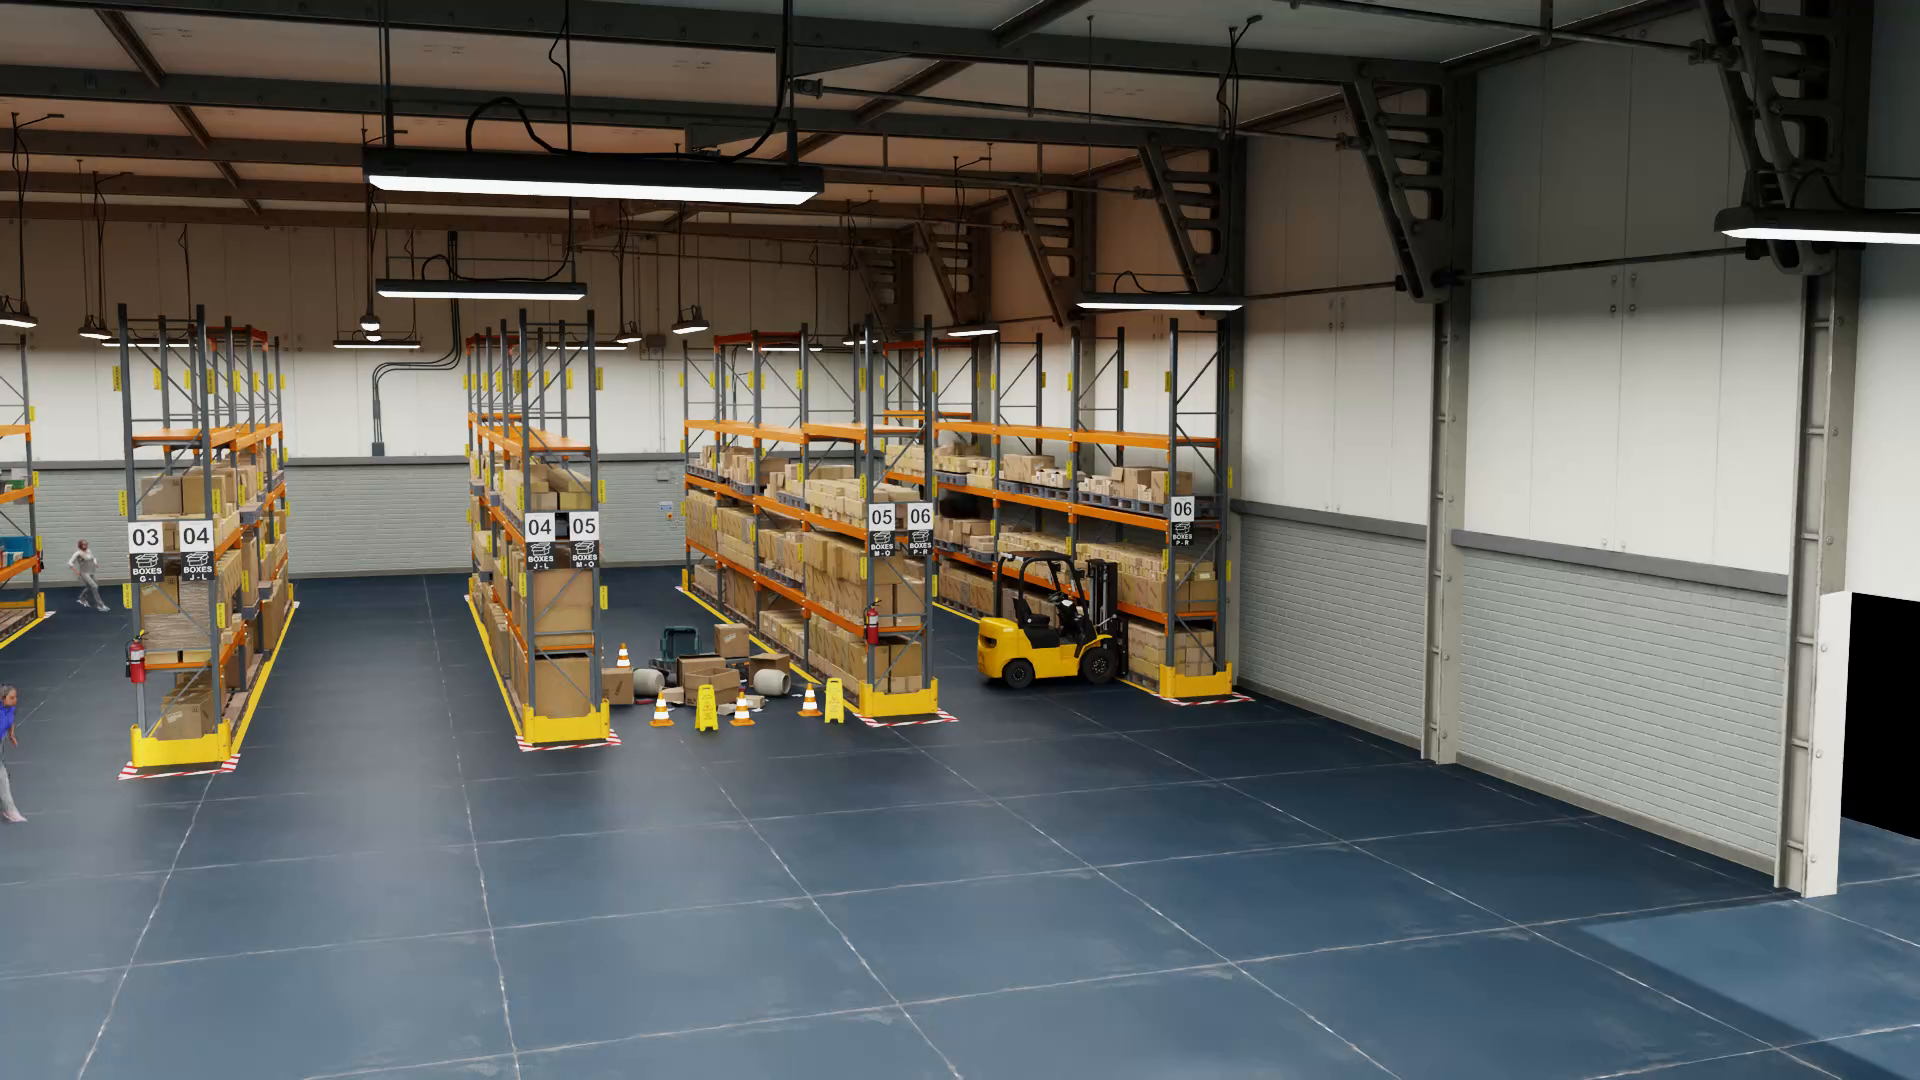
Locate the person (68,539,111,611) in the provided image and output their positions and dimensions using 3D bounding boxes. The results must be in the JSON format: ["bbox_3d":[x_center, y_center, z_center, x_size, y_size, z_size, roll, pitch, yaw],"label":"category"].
[{"bbox_3d":[-19.037,0.768,36.276,0.860,1.572,0.611,1,6,13],"label":"person"}]

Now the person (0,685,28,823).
[{"bbox_3d":[-11.158,2.446,18.975,0.966,1.615,0.613,1,6,12],"label":"person"}]

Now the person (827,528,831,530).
[{"bbox_3d":[-2.992,0.522,38.525,0.659,1.753,1.020,-3,6,-31],"label":"person"}]
